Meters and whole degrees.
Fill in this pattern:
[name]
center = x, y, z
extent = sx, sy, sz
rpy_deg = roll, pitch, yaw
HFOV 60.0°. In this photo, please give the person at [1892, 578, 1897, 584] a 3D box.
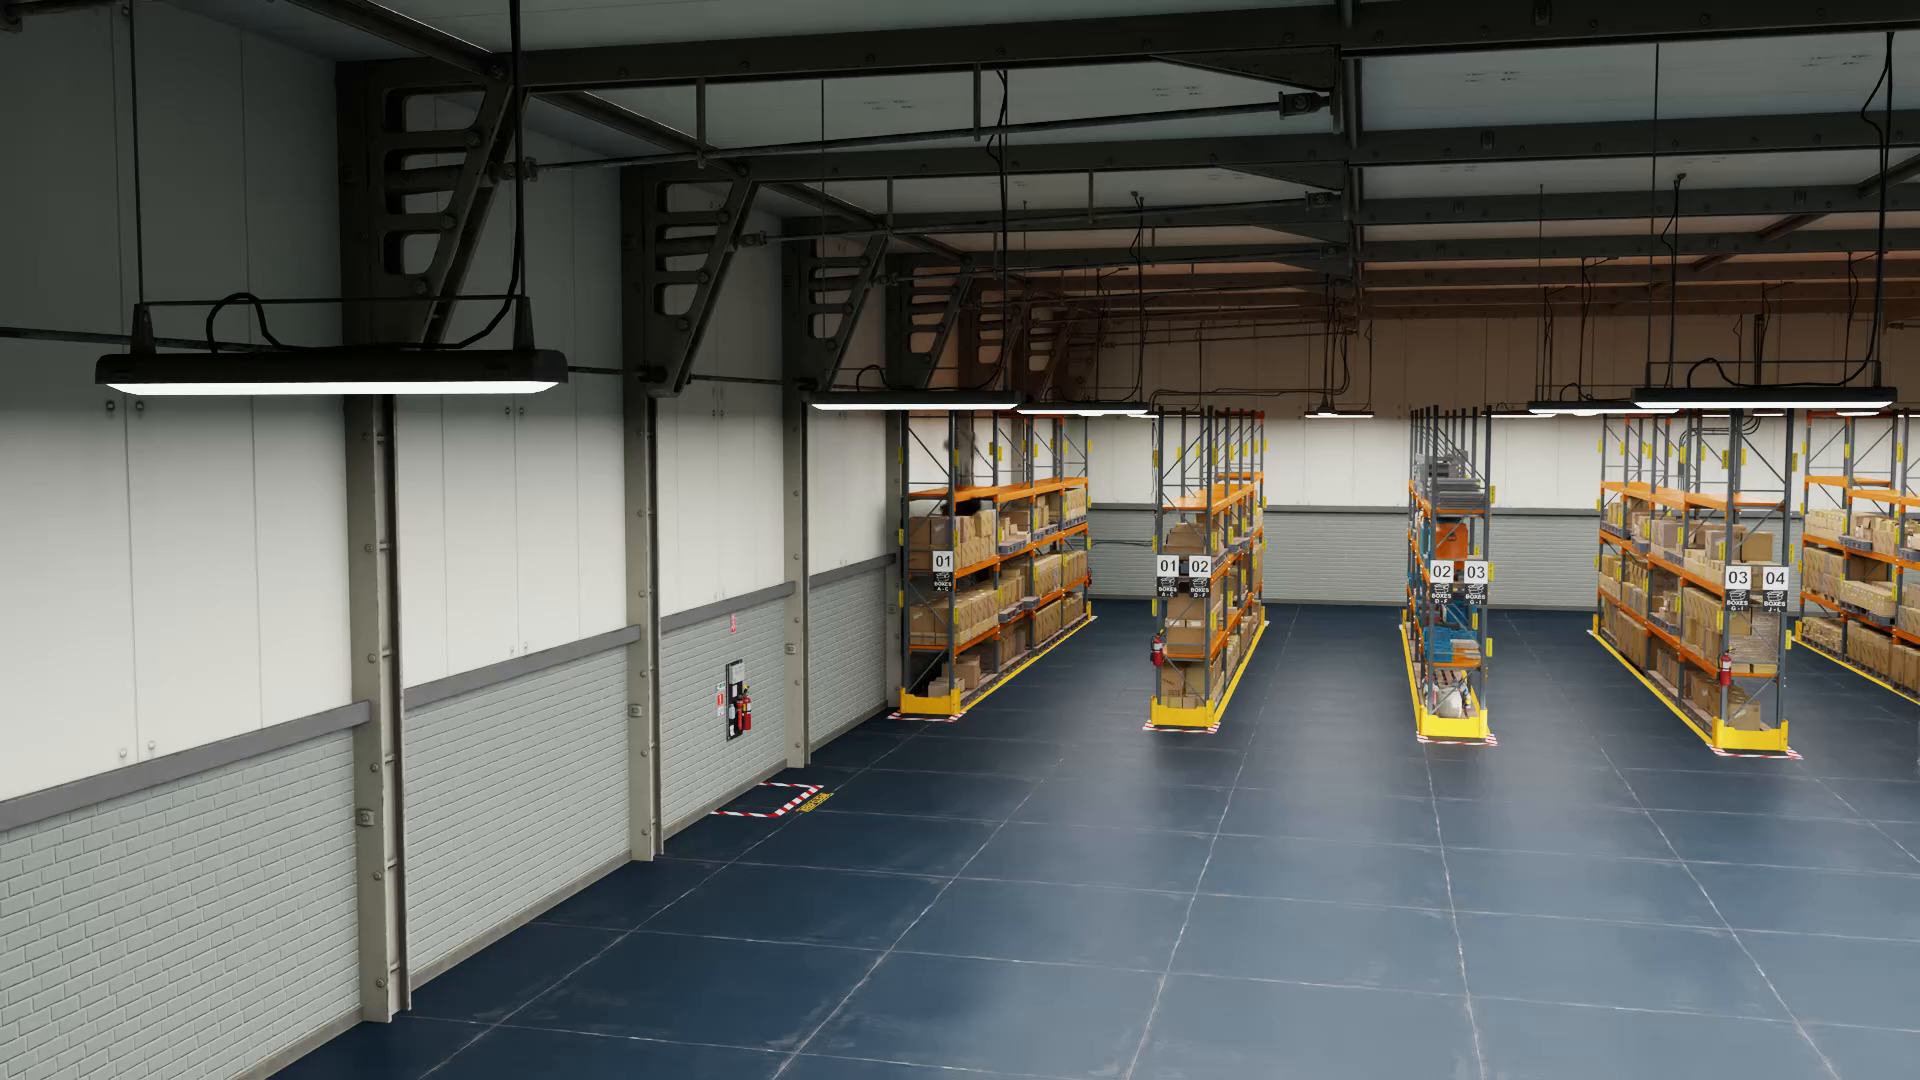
[person]
center = 24.005, 1.857, 42.511
extent = 0.593, 1.735, 0.833
rpy_deg = -1, 4, -11
